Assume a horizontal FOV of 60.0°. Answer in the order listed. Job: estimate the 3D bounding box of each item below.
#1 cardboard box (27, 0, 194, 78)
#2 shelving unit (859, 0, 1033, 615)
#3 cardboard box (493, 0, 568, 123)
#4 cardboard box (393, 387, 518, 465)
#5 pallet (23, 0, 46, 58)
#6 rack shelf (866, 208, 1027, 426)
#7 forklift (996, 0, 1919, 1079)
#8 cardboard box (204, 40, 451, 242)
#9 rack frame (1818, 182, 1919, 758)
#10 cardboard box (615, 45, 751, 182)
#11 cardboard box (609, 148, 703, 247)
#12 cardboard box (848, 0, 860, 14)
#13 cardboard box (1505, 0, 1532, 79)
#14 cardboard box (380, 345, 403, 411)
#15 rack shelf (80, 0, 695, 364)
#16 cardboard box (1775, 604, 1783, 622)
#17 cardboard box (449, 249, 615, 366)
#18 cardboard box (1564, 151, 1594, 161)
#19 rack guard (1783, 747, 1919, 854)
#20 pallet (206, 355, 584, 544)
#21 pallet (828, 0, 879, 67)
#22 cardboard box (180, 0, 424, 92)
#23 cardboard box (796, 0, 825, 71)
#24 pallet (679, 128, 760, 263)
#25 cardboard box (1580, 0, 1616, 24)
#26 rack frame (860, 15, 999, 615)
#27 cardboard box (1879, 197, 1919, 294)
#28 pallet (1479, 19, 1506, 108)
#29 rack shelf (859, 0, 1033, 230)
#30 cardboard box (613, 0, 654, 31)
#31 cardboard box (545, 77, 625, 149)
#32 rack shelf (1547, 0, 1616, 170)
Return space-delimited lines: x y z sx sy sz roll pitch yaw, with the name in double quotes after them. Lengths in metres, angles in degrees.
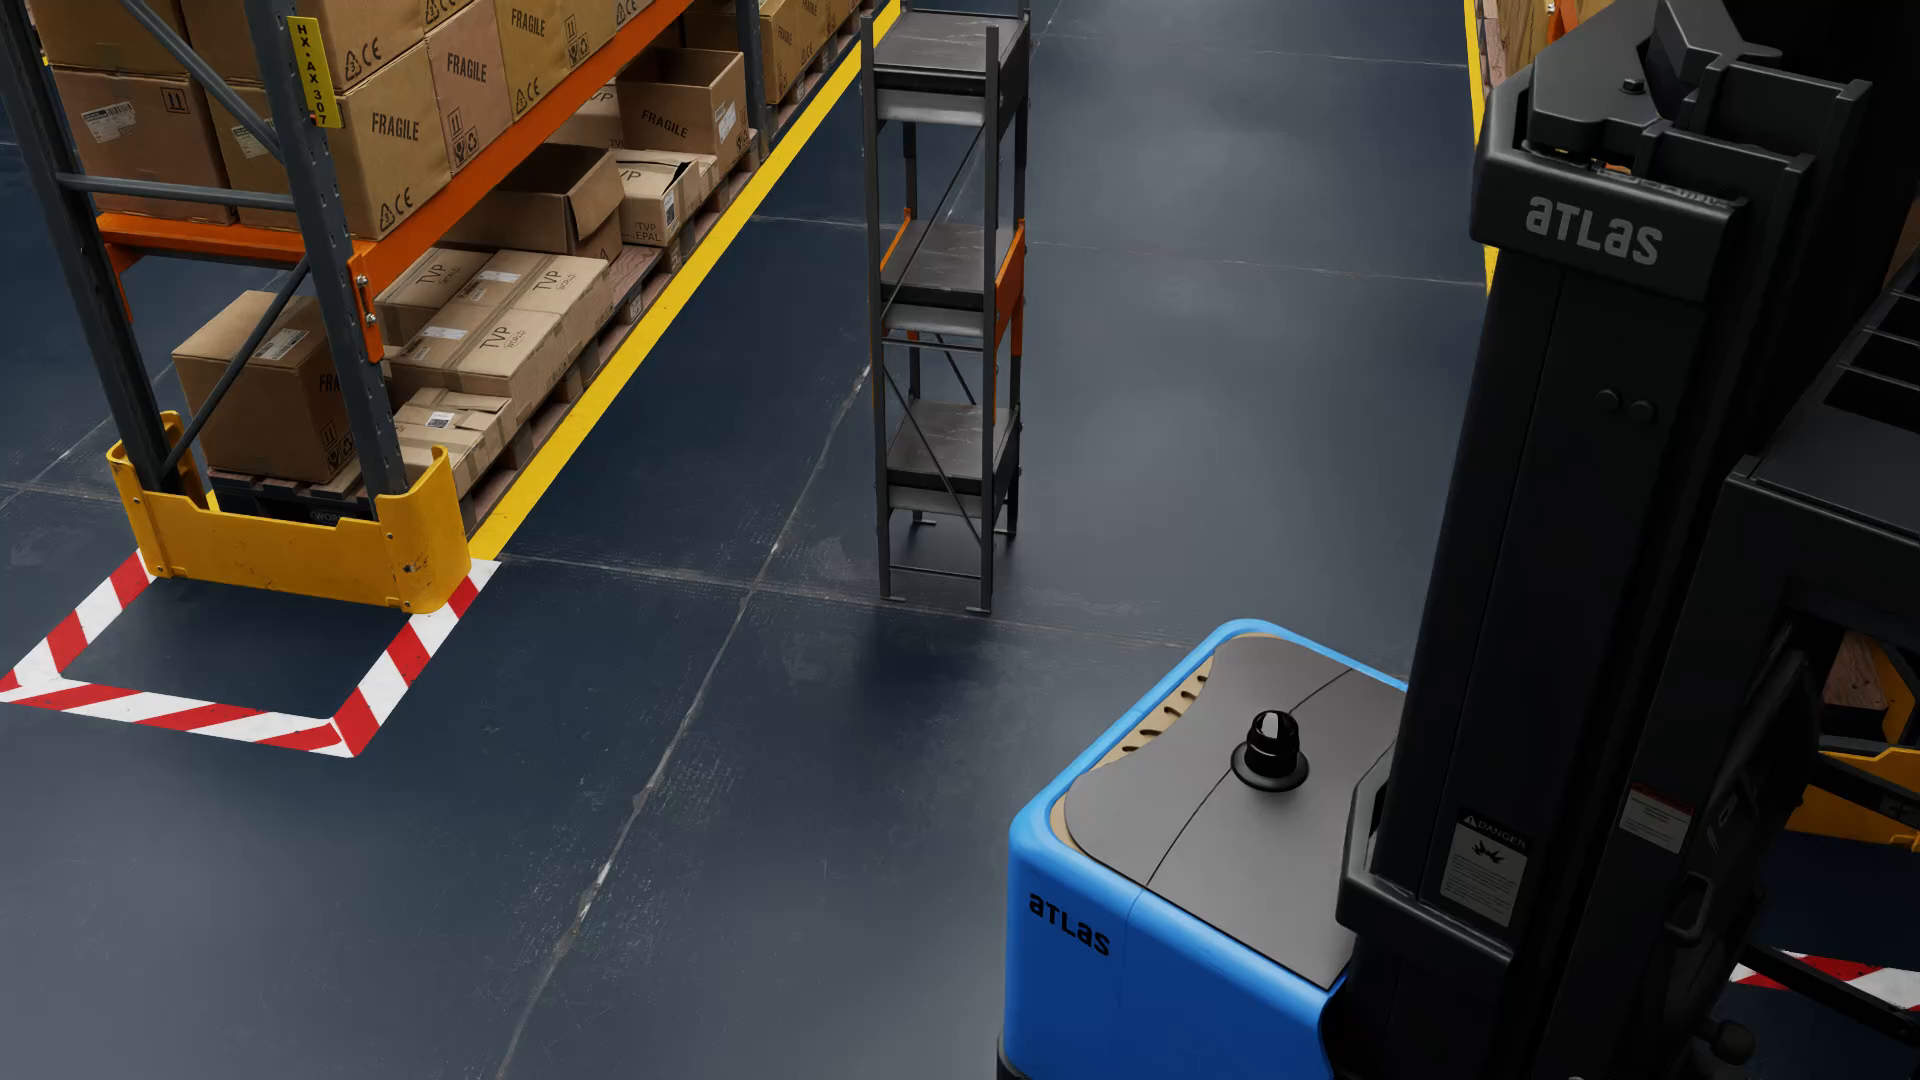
-2.580 -1.807 5.250 0.500 0.500 0.500 7 37 10 "cardboard box"
-0.035 -0.755 5.503 0.431 2.100 0.503 7 37 10 "shelving unit"
-1.839 -1.918 6.254 0.500 0.500 0.500 7 37 10 "cardboard box"
-1.927 -0.443 6.345 0.380 0.166 0.250 7 37 10 "cardboard box"
-6.184 -3.296 10.618 1.003 0.211 1.213 7 37 10 "pallet"
-0.035 -0.744 5.511 0.431 0.518 0.480 7 37 10 "rack shelf"
1.554 0.618 2.900 3.031 2.935 1.130 25 43 31 "forklift"
-2.054 -1.334 5.449 0.500 0.500 0.500 8 37 11 "cardboard box"
2.434 -0.453 4.319 1.000 3.000 0.127 7 37 10 "rack frame"
-1.396 -2.169 8.442 0.500 0.500 0.500 7 37 10 "cardboard box"
-1.556 -1.662 7.904 0.500 0.311 0.500 7 37 10 "cardboard box"
-0.885 -3.660 10.500 0.500 0.500 0.500 6 36 8 "cardboard box"
3.487 -2.945 9.231 0.750 0.750 0.750 8 37 11 "cardboard box"
-2.356 -0.666 6.653 0.380 0.166 0.250 7 37 10 "cardboard box"
-1.979 -1.927 6.966 1.077 0.370 4.000 7 37 10 "rack shelf"
2.486 -0.025 5.500 0.700 0.500 0.500 7 37 10 "cardboard box"
-1.799 -0.986 7.023 0.500 0.250 0.500 7 37 10 "cardboard box"
2.777 -1.577 7.090 0.380 0.149 0.250 8 37 12 "cardboard box"
2.429 0.573 5.034 1.175 0.500 0.348 7 37 10 "rack guard"
-2.220 -0.443 6.682 1.003 0.211 1.213 7 37 10 "pallet"
-1.156 -3.409 10.773 1.003 0.211 1.213 7 37 10 "pallet"
-2.054 -1.739 5.155 0.500 0.500 0.500 8 37 11 "cardboard box"
-1.107 -3.085 9.706 0.500 0.500 0.500 8 37 11 "cardboard box"
-1.699 -1.842 8.612 1.003 0.211 1.213 7 37 10 "pallet"
2.996 -2.141 6.392 0.980 0.700 0.700 6 36 9 "cardboard box"
-0.087 -0.615 5.310 0.400 2.100 0.015 7 37 10 "rack frame"
2.533 -0.868 4.636 0.980 0.700 0.700 9 37 12 "cardboard box"
3.638 -2.771 9.893 1.003 0.211 1.213 7 37 10 "pallet"
-0.035 -1.311 5.100 0.431 0.518 0.480 7 37 10 "rack shelf"
-1.624 -2.496 7.053 0.500 0.500 0.500 8 37 11 "cardboard box"
-1.853 -2.241 8.702 0.500 0.311 0.500 7 37 10 "cardboard box"
2.861 -1.308 6.112 1.077 0.370 4.000 7 37 10 "rack shelf"
